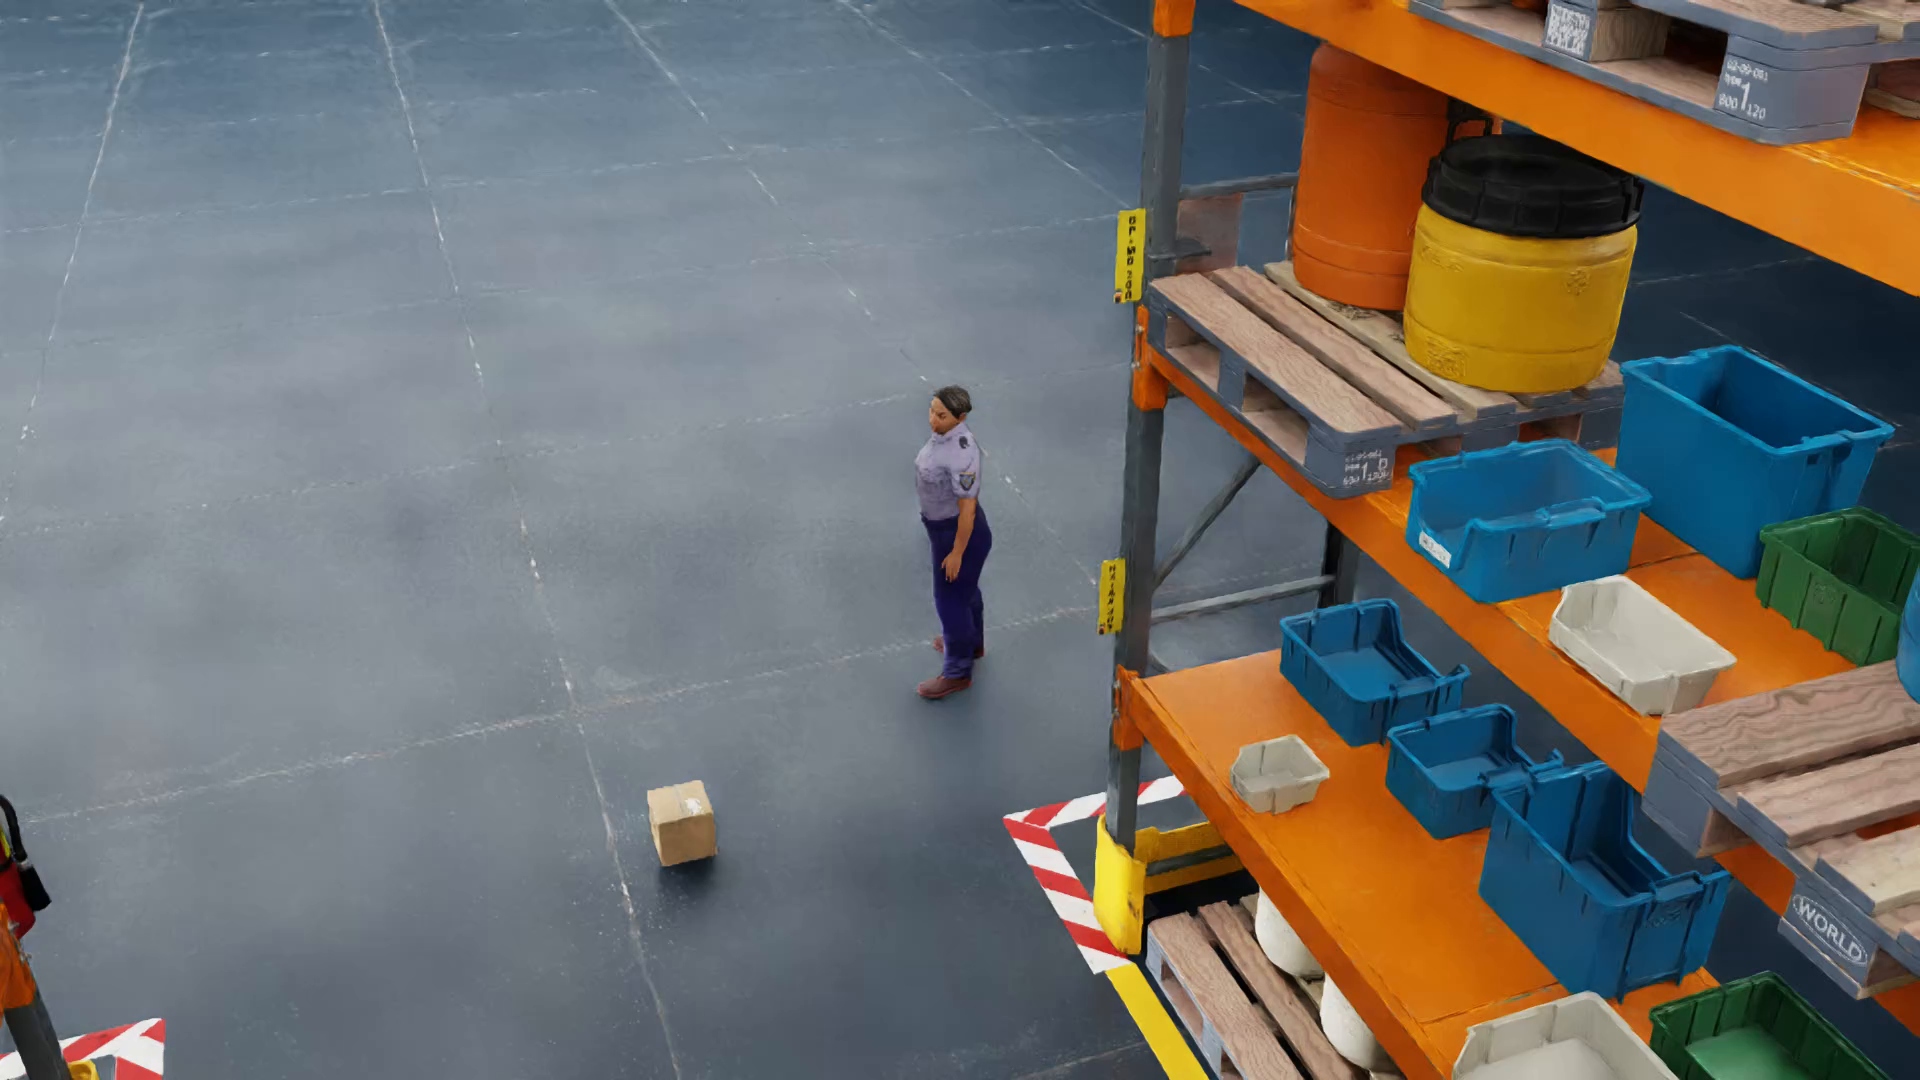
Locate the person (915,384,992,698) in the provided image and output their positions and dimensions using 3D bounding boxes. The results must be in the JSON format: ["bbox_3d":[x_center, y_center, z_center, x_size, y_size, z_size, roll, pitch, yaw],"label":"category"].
[{"bbox_3d":[-0.052,-0.024,8.360,0.404,1.641,0.566,-4,30,-7],"label":"person"}]
